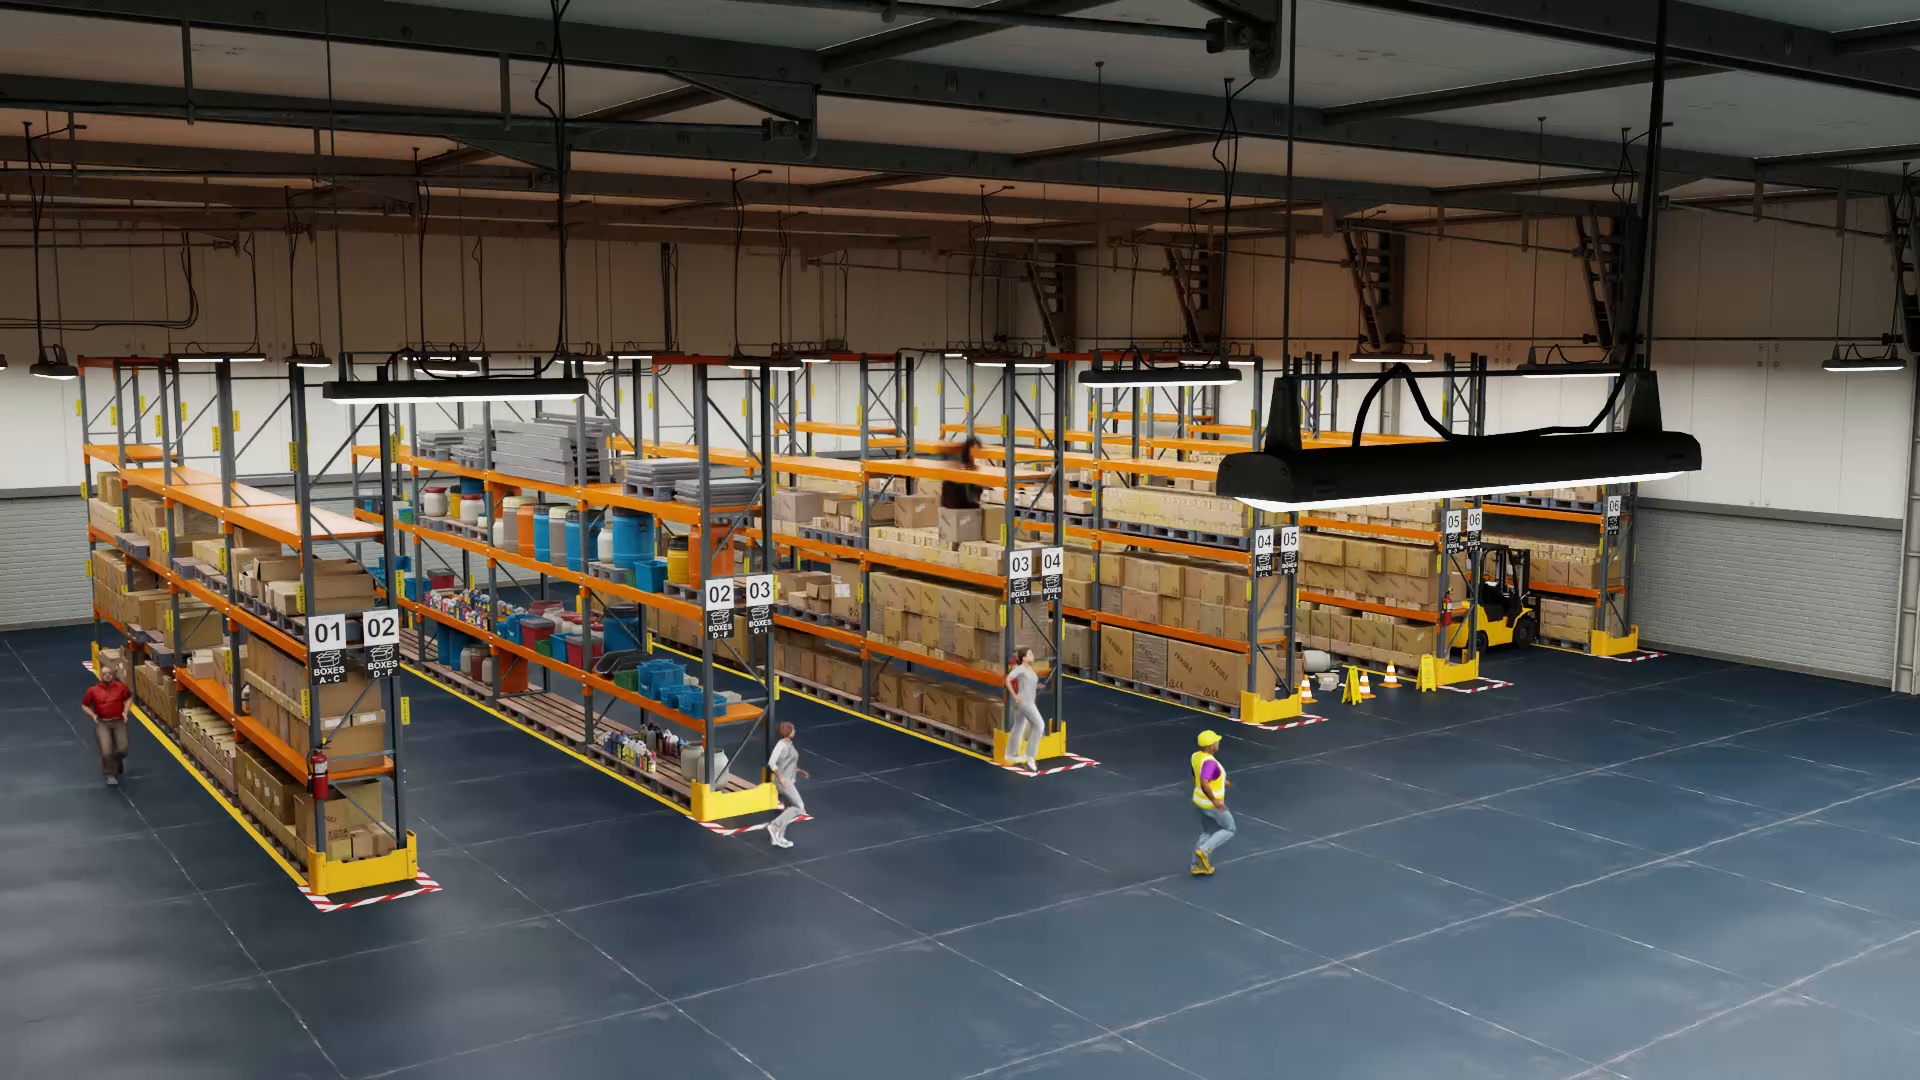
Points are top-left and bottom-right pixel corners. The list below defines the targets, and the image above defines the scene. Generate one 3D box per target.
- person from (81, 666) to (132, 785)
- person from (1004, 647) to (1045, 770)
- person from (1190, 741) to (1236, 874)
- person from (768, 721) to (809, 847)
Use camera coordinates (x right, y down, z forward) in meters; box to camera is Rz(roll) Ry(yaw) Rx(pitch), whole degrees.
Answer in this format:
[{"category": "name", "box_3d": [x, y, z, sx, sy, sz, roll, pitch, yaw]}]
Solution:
[{"category": "person", "box_3d": [-12.124, 2.630, 23.700, 0.660, 1.674, 0.626, -5, 9, -36]}, {"category": "person", "box_3d": [0.920, 2.387, 23.670, 0.583, 1.744, 0.574, 1, 7, 8]}, {"category": "person", "box_3d": [2.990, 3.113, 19.638, 0.597, 1.681, 0.690, -2, 7, -17]}, {"category": "person", "box_3d": [-2.150, 3.047, 20.845, 0.505, 1.543, 0.539, 0, 7, -2]}]
